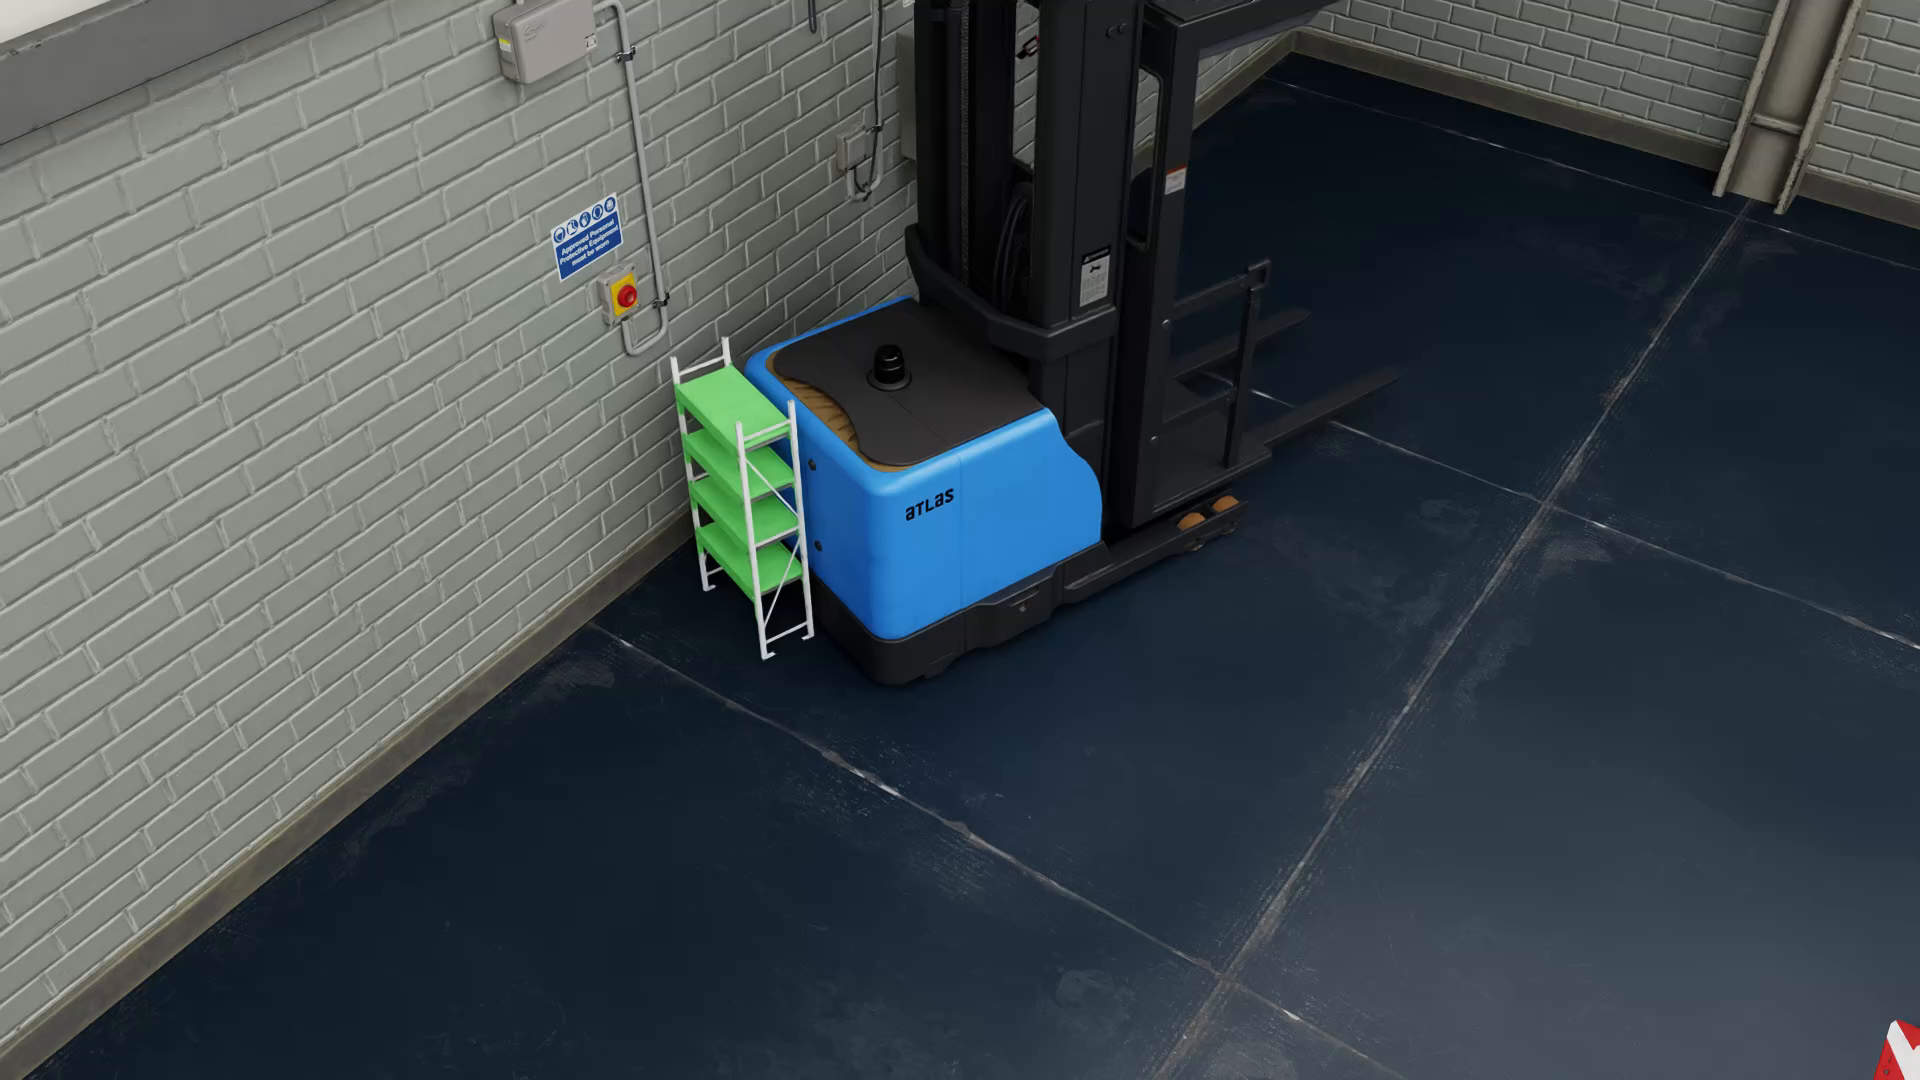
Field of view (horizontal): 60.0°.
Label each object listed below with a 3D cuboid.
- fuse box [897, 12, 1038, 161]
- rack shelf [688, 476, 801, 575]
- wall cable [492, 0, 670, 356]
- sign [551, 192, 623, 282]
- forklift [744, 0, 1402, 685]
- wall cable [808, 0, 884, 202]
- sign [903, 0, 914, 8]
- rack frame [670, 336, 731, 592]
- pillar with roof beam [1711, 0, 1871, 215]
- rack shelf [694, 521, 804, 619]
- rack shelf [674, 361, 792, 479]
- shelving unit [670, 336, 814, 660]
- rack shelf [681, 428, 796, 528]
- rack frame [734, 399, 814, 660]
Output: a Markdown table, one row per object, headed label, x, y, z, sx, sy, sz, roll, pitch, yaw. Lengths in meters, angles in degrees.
| label | x | y | z | sx | sy | sz | roll | pitch | yaw |
| --- | --- | --- | --- | --- | --- | --- | --- | --- | --- |
| fuse box | 0.056 | -1.611 | 7.767 | 0.414 | 1.711 | 0.539 | 25 | 48 | 25 |
| rack shelf | -0.841 | -0.097 | 6.554 | 0.258 | 0.148 | 0.480 | -25 | 48 | -25 |
| wall cable | -1.270 | -1.391 | 5.769 | 0.123 | 1.953 | 0.585 | 25 | 48 | 25 |
| sign | -1.348 | -1.098 | 6.025 | 0.001 | 0.218 | 0.327 | 25 | 48 | 25 |
| forklift | 0.646 | -1.309 | 6.515 | 3.031 | 2.935 | 1.130 | -25 | 48 | -25 |
| wall cable | -0.465 | -2.158 | 6.650 | 0.122 | 1.984 | 0.588 | 25 | 48 | 25 |
| sign | -0.146 | -2.448 | 7.117 | 0.001 | 0.242 | 0.339 | 25 | 48 | 25 |
| rack frame | -0.982 | -0.278 | 6.660 | 0.240 | 1.200 | 0.015 | -25 | 48 | -25 |
| pillar with roof beam | 2.045 | -2.975 | 3.827 | 0.400 | 9.000 | 9.100 | 25 | 48 | 25 |
| rack shelf | -0.840 | 0.081 | 6.715 | 0.258 | 0.148 | 0.480 | -25 | 48 | -25 |
| rack shelf | -0.841 | -0.455 | 6.234 | 0.258 | 0.148 | 0.480 | -25 | 48 | -25 |
| shelving unit | -0.841 | -0.145 | 6.512 | 0.258 | 1.200 | 0.503 | -25 | 48 | -25 |
| rack shelf | -0.841 | -0.276 | 6.394 | 0.258 | 0.148 | 0.480 | -25 | 48 | -25 |
| rack frame | -0.700 | -0.012 | 6.363 | 0.240 | 1.200 | 0.015 | -25 | 48 | -25 |
